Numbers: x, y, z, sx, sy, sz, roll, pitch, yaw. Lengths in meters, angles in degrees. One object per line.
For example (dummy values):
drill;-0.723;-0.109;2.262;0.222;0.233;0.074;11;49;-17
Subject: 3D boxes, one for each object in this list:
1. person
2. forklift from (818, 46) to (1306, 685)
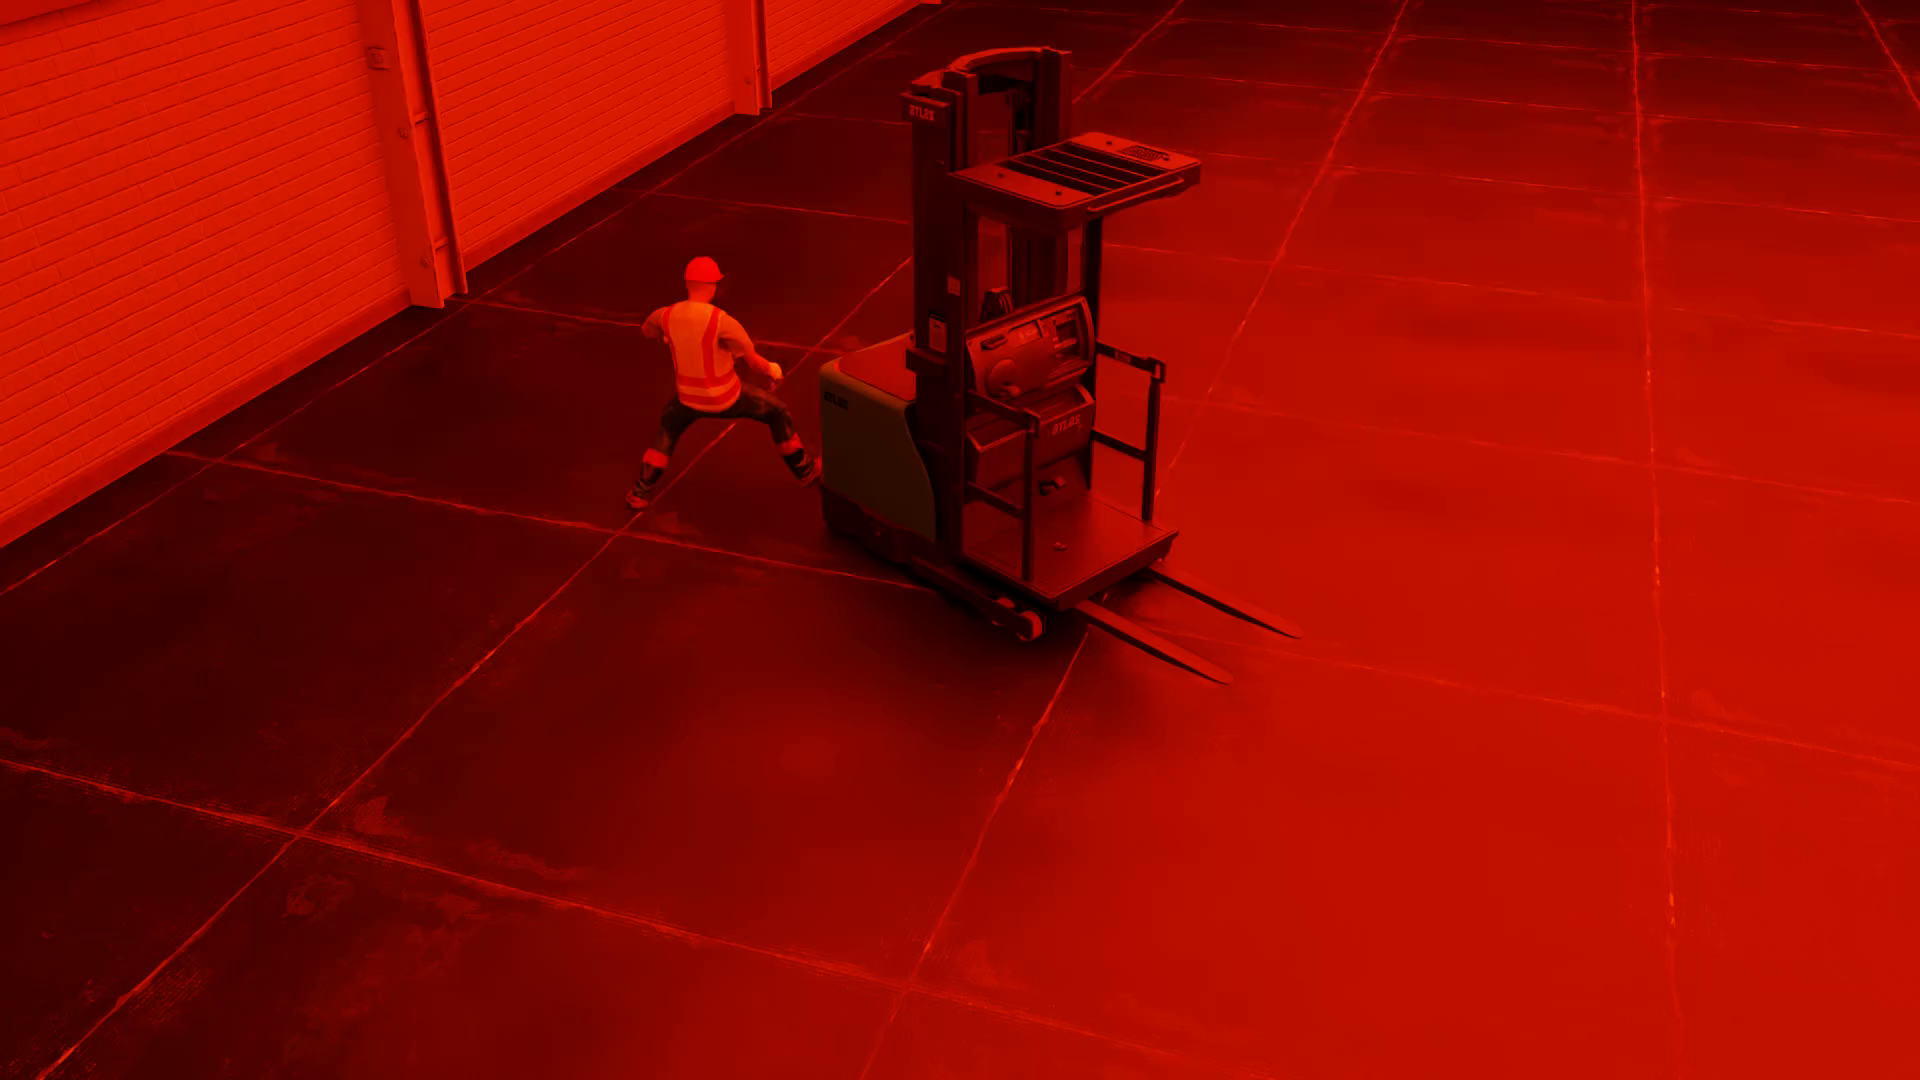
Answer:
person;-1.518;-1.006;10.277;1.042;1.608;0.995;12;32;20
forklift;0.536;-1.006;8.902;1.130;2.935;3.031;-26;38;-37
